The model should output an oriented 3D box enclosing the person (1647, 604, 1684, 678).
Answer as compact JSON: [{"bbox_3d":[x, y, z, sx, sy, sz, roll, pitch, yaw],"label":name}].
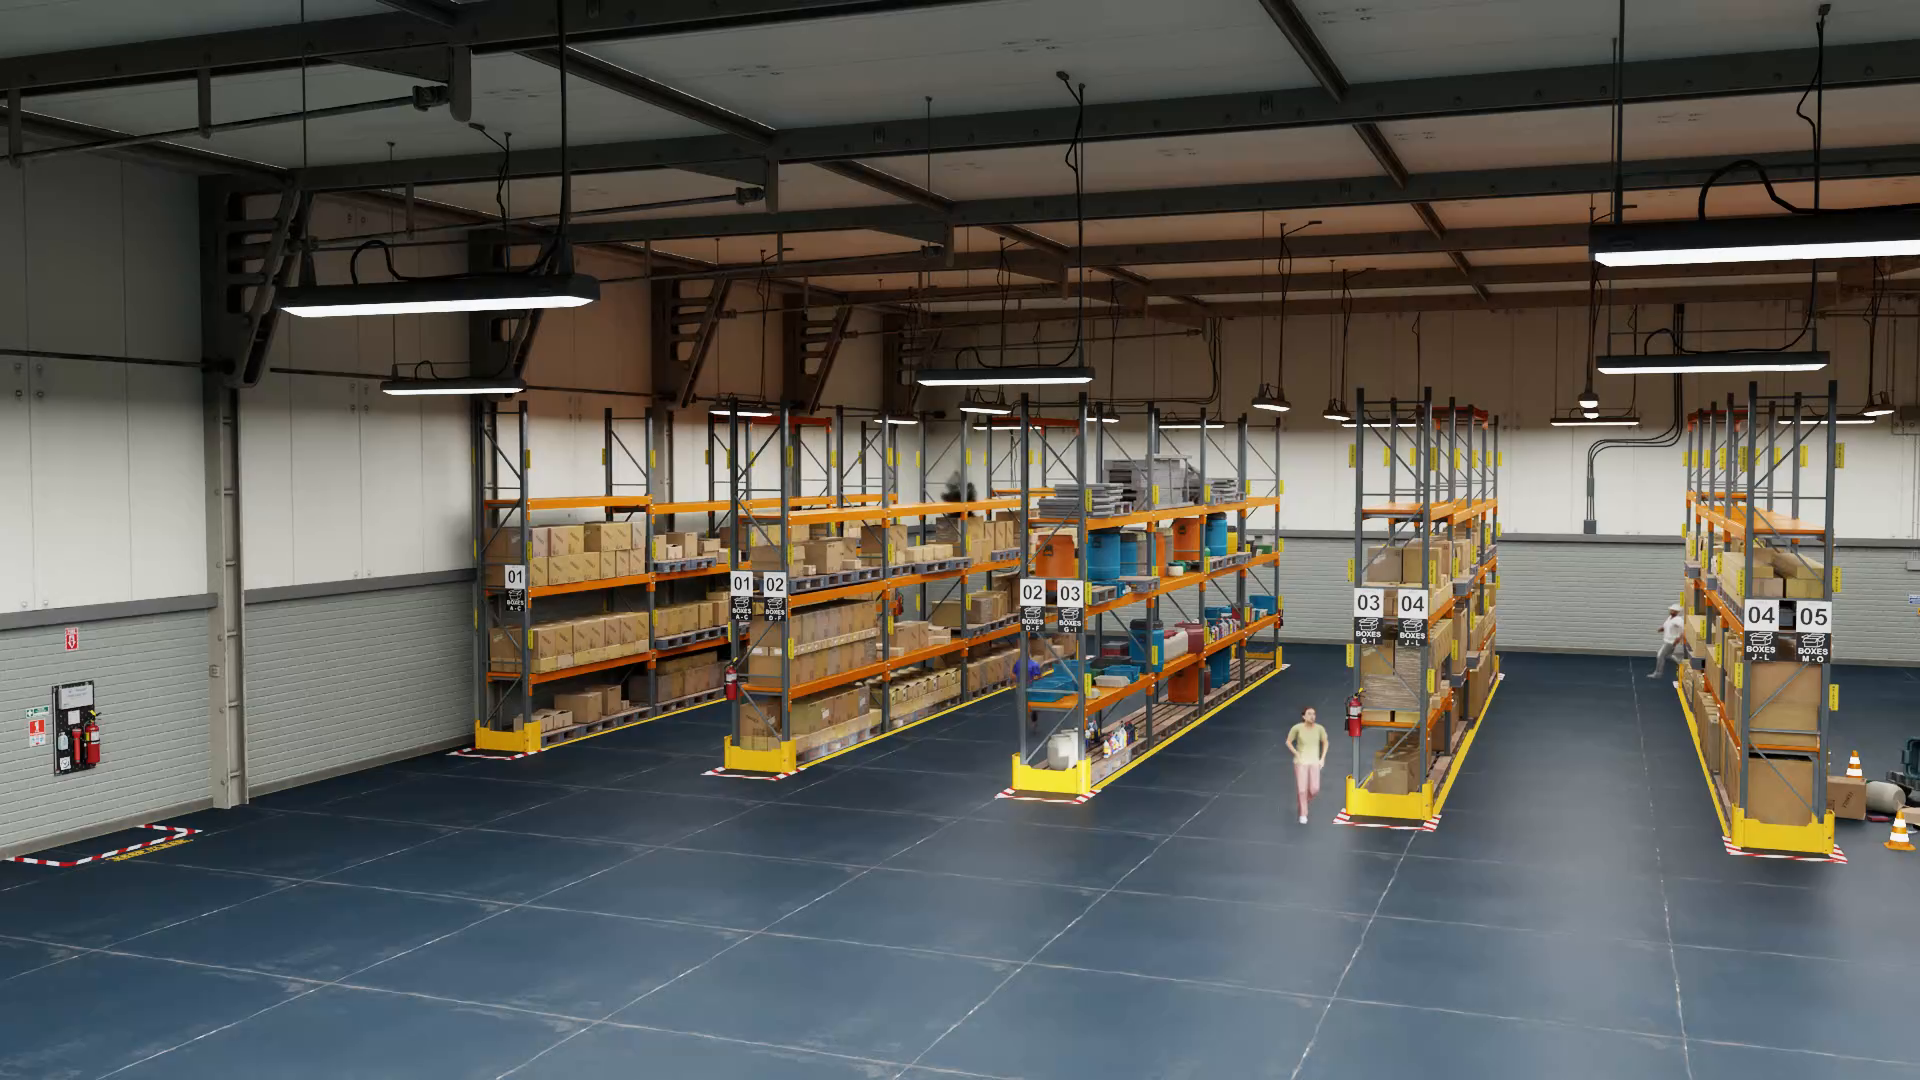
[{"bbox_3d":[16.076,2.297,37.671,0.900,1.724,0.764,1,3,14],"label":"person"}]

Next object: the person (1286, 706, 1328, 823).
[{"bbox_3d":[4.794,3.087,22.910,0.598,1.628,0.540,0,3,1],"label":"person"}]

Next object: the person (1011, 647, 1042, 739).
[{"bbox_3d":[1.183,2.727,29.965,0.588,1.623,0.815,1,3,14],"label":"person"}]

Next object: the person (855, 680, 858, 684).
[{"bbox_3d":[-2.175,2.505,33.879,0.637,1.783,0.779,1,3,22],"label":"person"}]
